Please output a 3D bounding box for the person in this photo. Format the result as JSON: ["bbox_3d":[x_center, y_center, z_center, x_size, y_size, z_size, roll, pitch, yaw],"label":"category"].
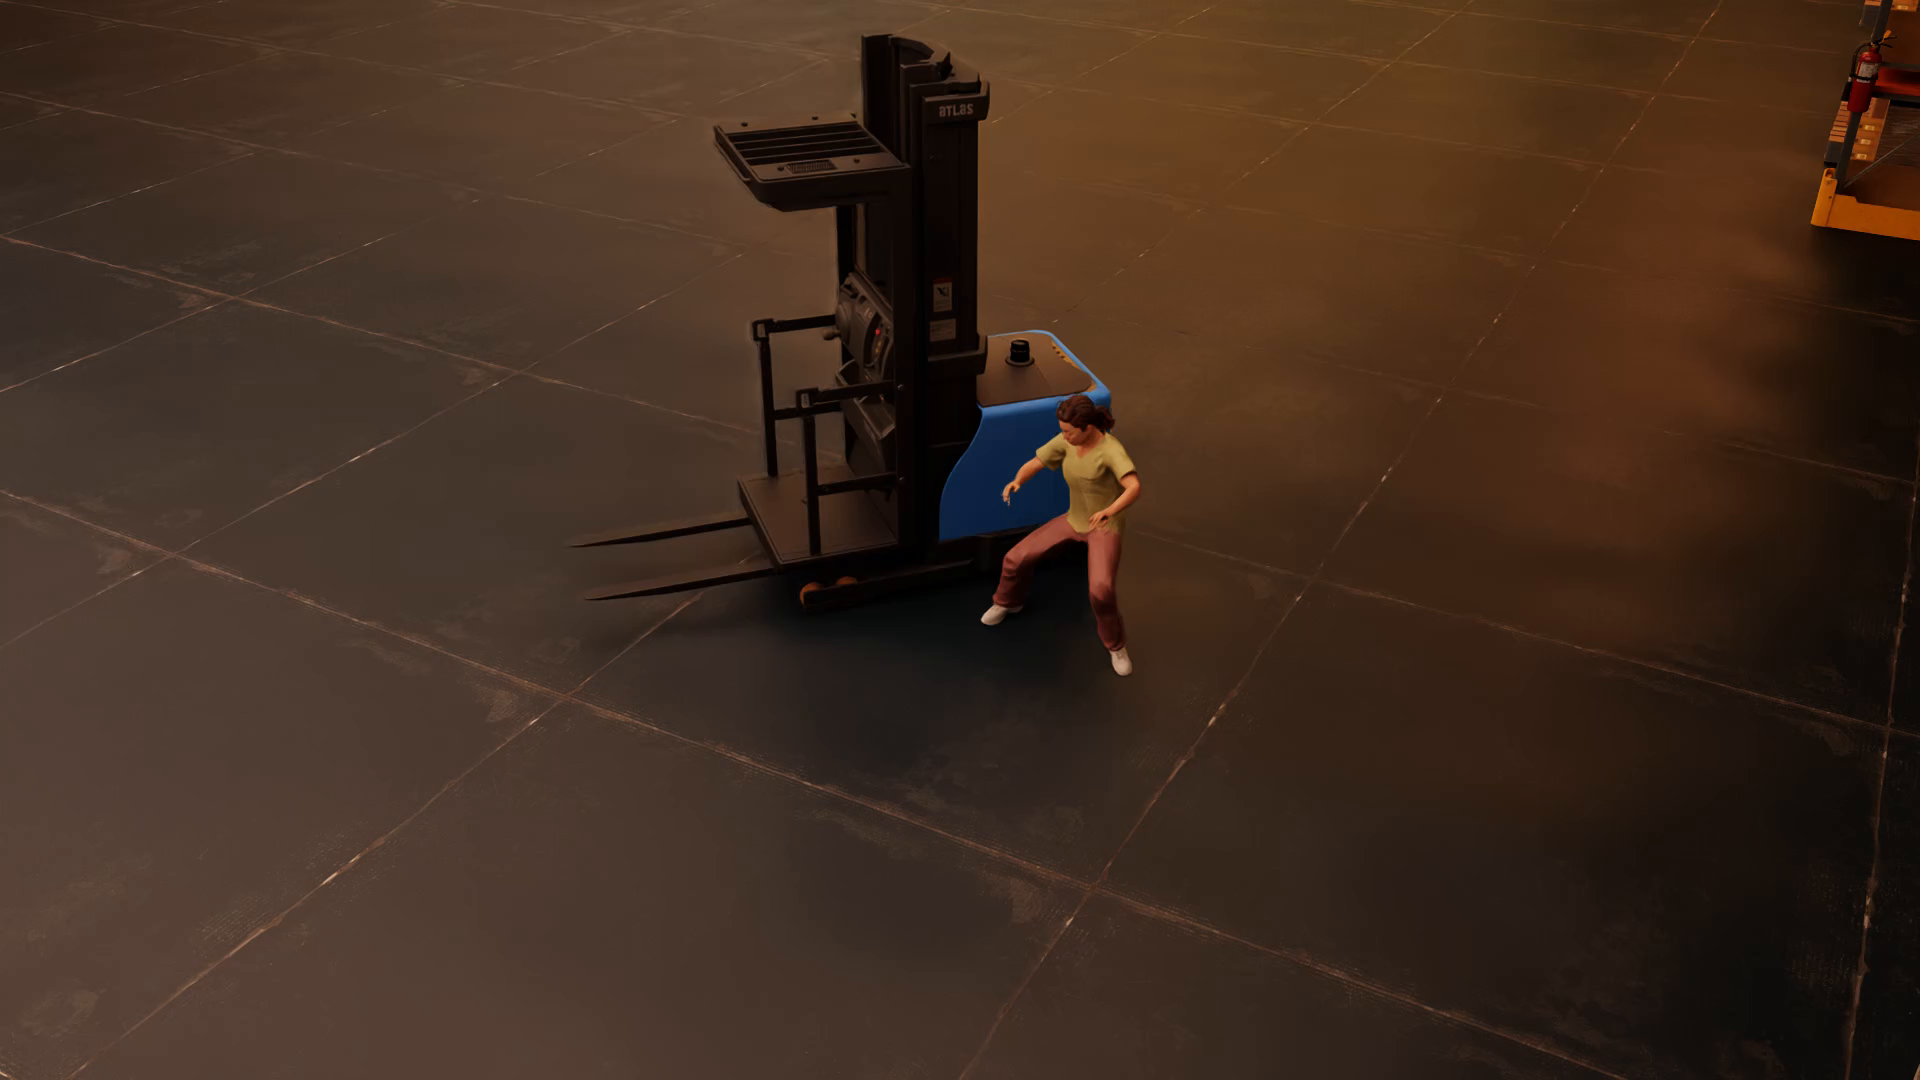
[{"bbox_3d":[0.560,-0.063,8.667,0.661,1.447,0.980,-21,36,-32],"label":"person"}]

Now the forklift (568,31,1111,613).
[{"bbox_3d":[-0.709,-1.161,9.082,3.031,2.935,1.130,-10,31,-17],"label":"forklift"}]
